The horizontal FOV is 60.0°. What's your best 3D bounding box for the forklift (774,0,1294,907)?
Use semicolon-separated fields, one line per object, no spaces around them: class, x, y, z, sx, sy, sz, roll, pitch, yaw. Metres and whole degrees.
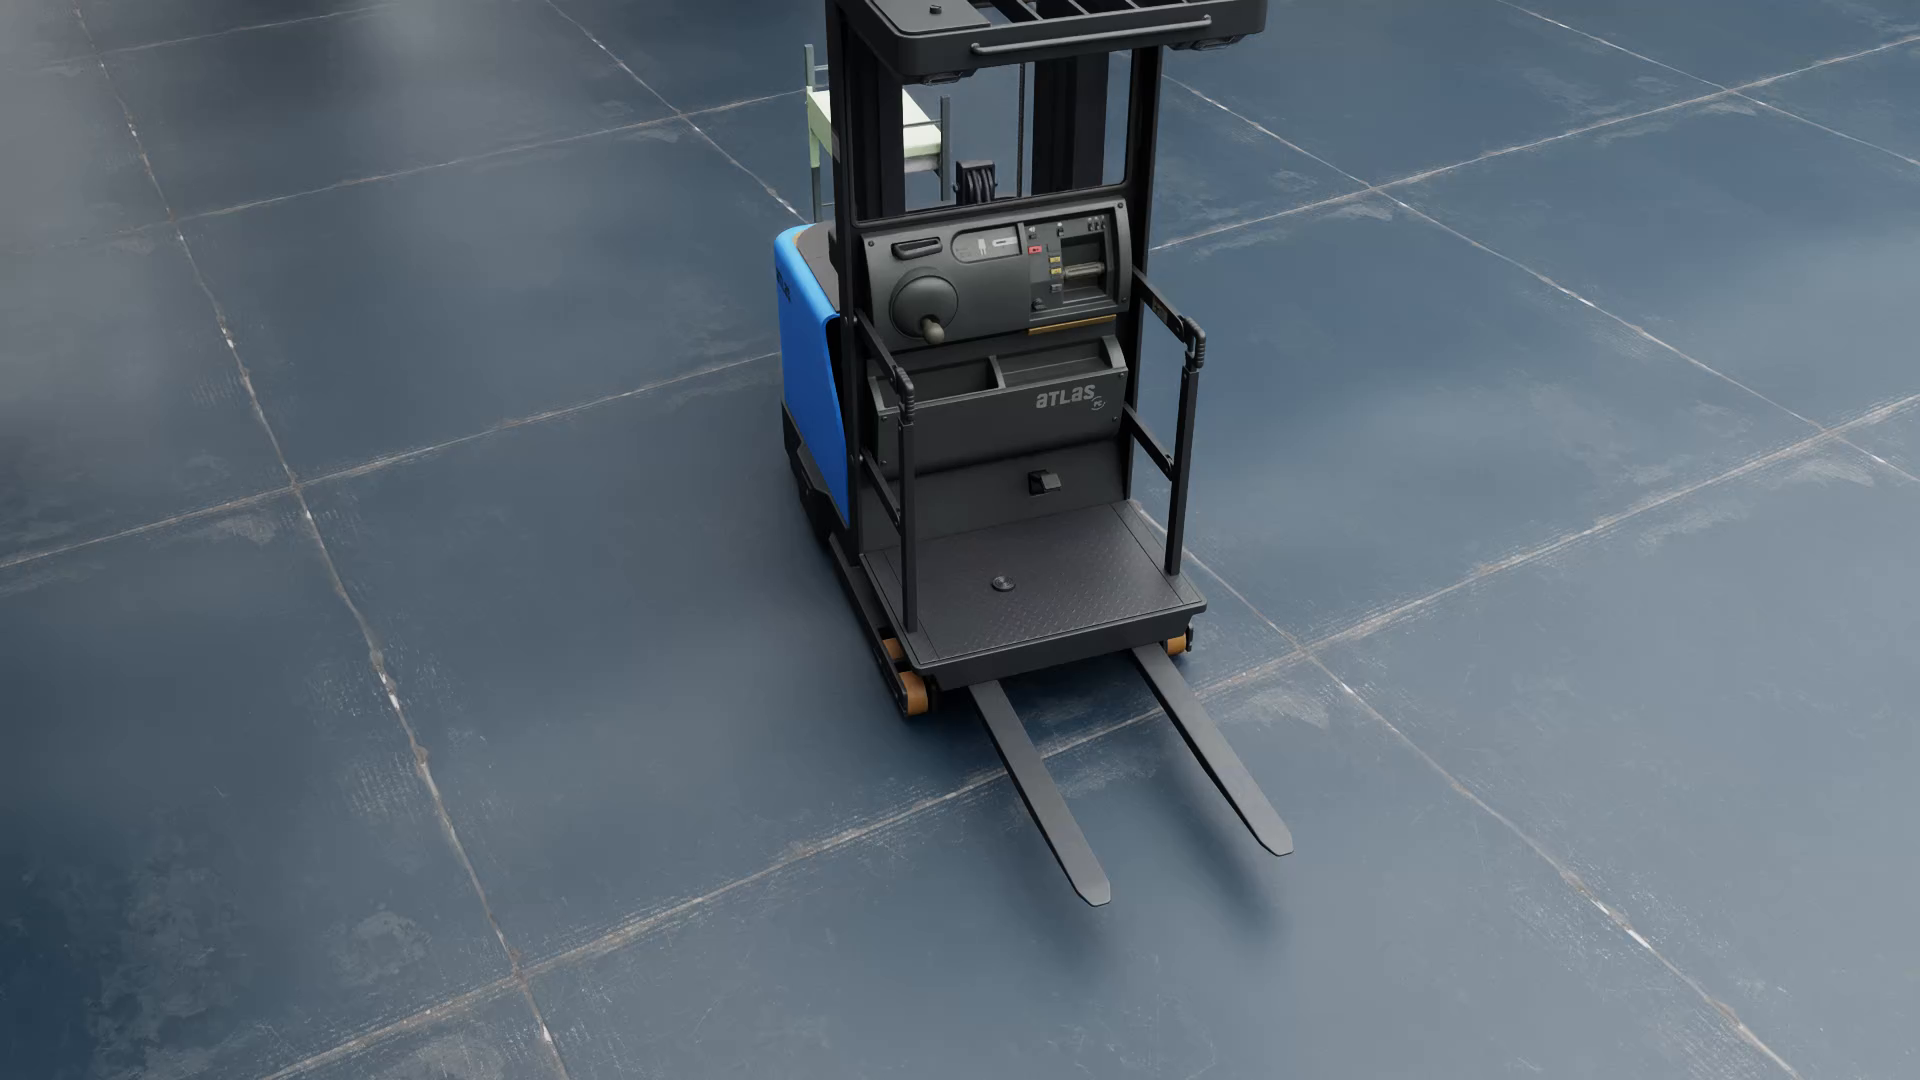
forklift;0.207;-0.832;5.405;1.130;2.935;3.031;-12;38;-15

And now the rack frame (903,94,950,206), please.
rack frame;-0.233;-1.133;7.030;0.400;1.500;0.023;-12;38;-15

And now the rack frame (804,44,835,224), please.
rack frame;-0.473;-1.541;7.588;0.400;1.500;0.023;-12;38;-15

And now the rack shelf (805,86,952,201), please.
rack shelf;-0.353;-1.652;7.079;0.431;0.370;0.720;-12;38;-15

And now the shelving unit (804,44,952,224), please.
shelving unit;-0.353;-1.337;7.309;0.431;1.500;0.755;-12;38;-15
